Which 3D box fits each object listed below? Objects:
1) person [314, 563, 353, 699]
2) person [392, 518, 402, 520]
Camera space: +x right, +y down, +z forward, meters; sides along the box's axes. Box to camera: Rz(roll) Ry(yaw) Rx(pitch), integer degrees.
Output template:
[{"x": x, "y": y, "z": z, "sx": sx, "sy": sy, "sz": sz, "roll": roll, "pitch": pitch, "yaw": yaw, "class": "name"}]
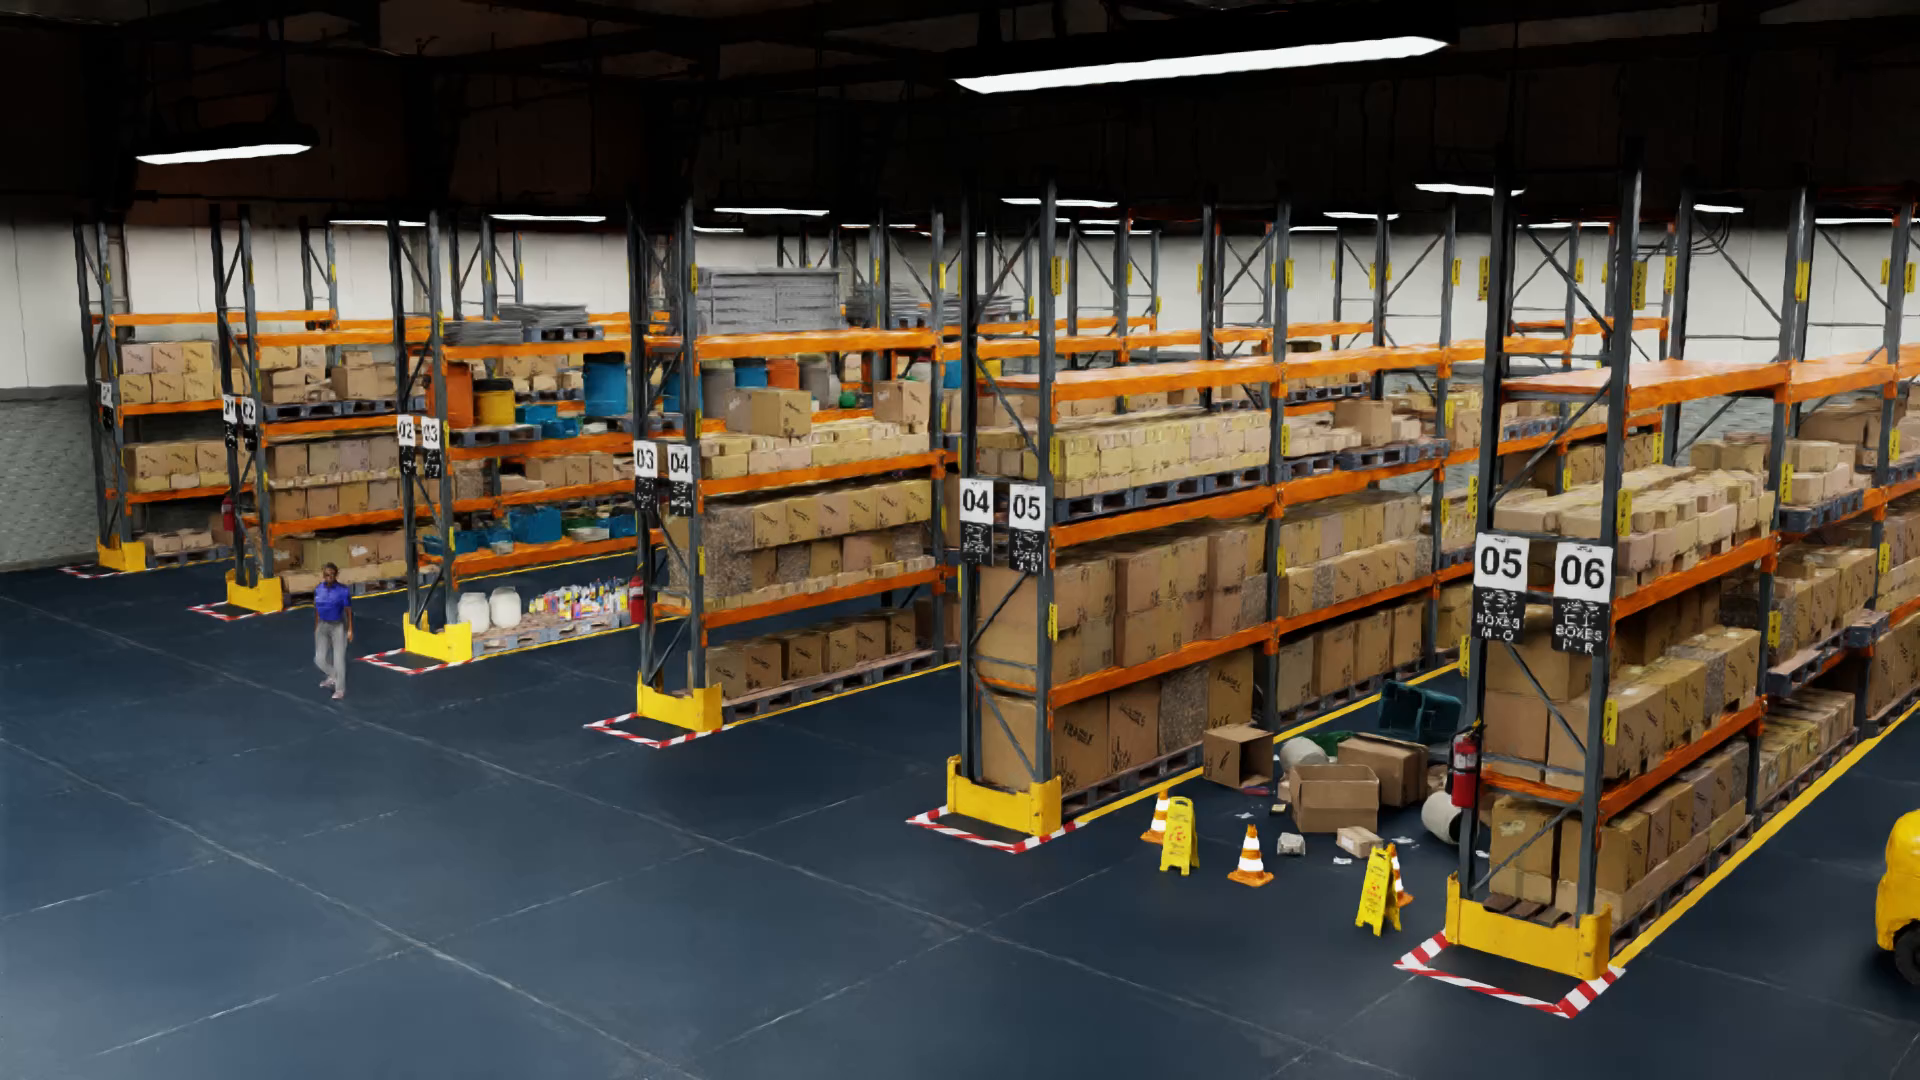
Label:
[{"x": -7.516, "y": 1.059, "z": 19.978, "sx": 0.525, "sy": 1.648, "sz": 0.517, "roll": 1, "pitch": 10, "yaw": 5, "class": "person"}, {"x": -10.444, "y": -0.723, "z": 30.700, "sx": 0.456, "sy": 1.589, "sz": 1.088, "roll": 9, "pitch": 13, "yaw": 43, "class": "person"}]
